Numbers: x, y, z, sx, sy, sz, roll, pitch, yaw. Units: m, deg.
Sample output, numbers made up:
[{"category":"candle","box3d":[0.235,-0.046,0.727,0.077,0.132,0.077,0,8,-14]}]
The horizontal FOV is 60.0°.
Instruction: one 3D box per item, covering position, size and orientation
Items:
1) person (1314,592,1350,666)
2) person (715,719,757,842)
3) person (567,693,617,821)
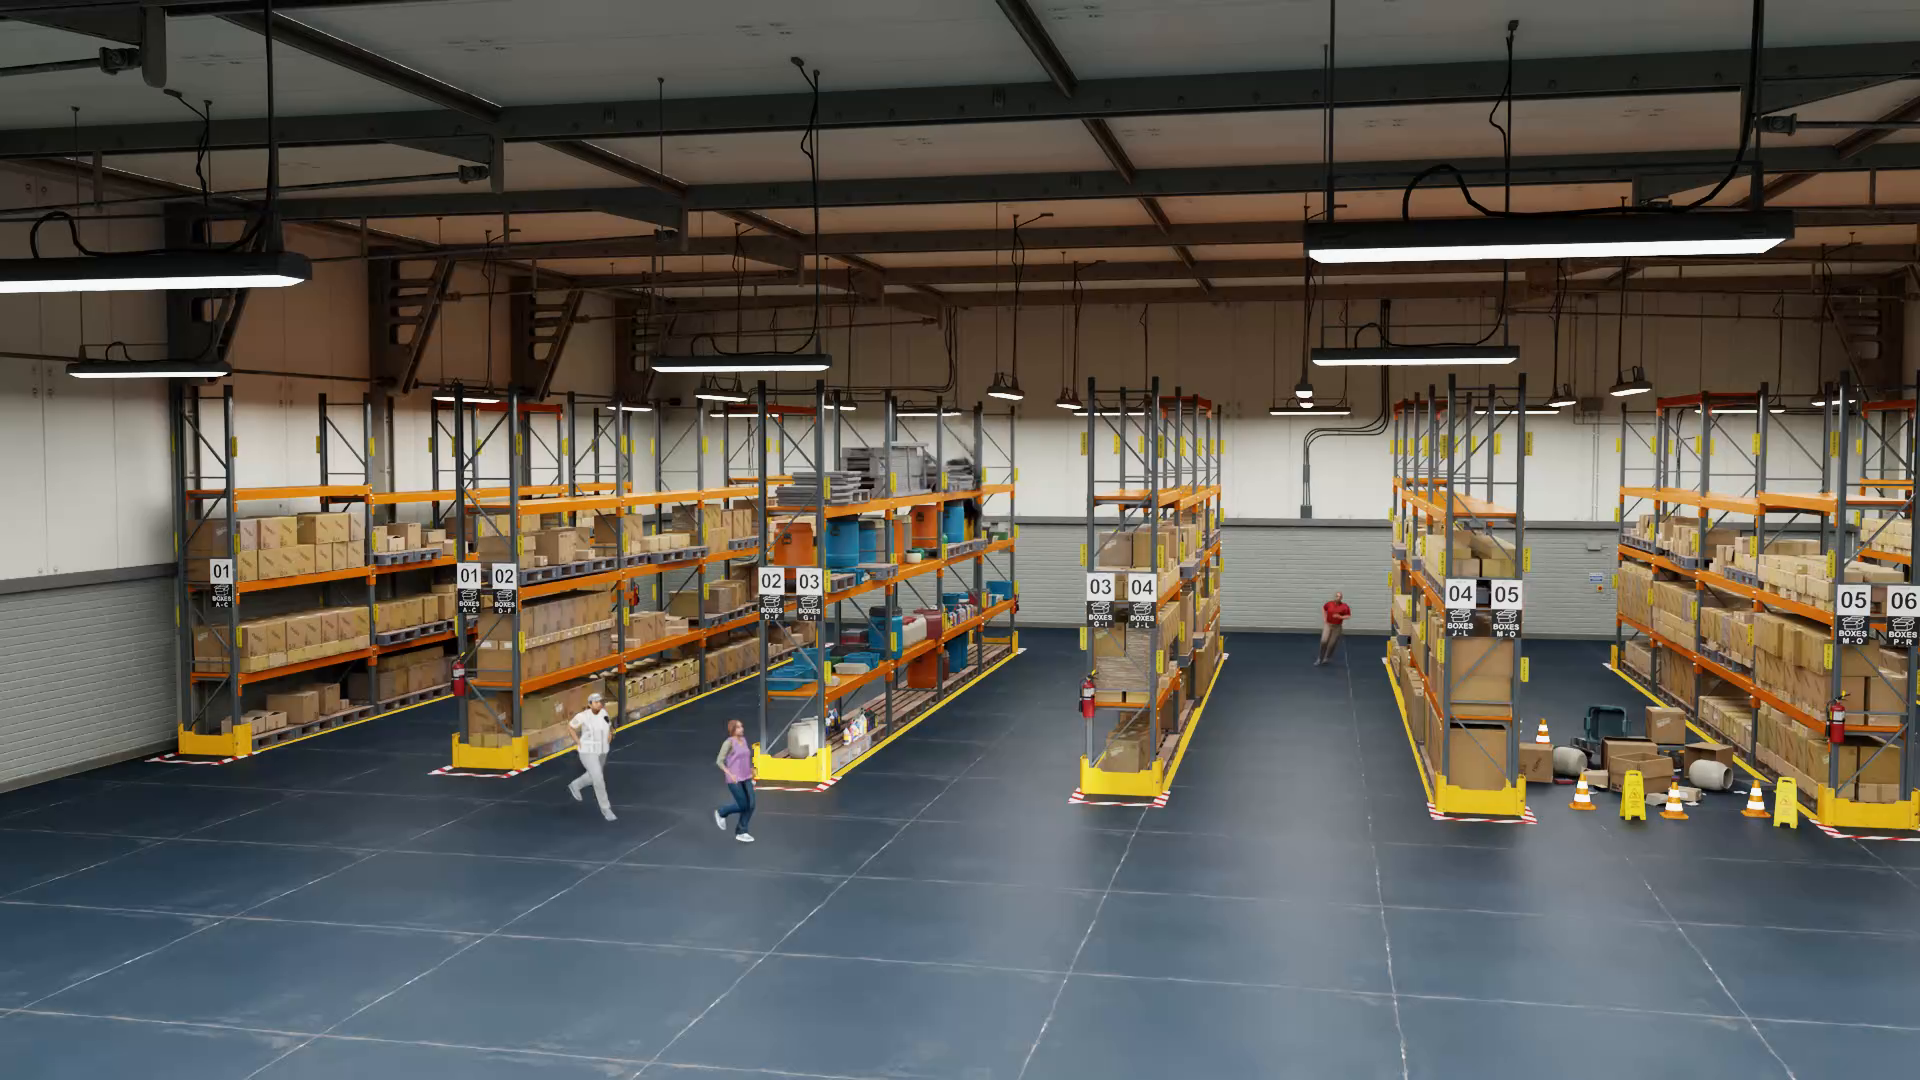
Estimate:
[{"category":"person","box3d":[8.567,2.049,38.224,0.799,1.741,0.704,1,3,17]},{"category":"person","box3d":[-2.838,3.044,21.124,0.560,1.542,0.527,2,4,34]},{"category":"person","box3d":[-4.988,2.917,22.671,1.066,1.686,0.574,2,4,34]}]
